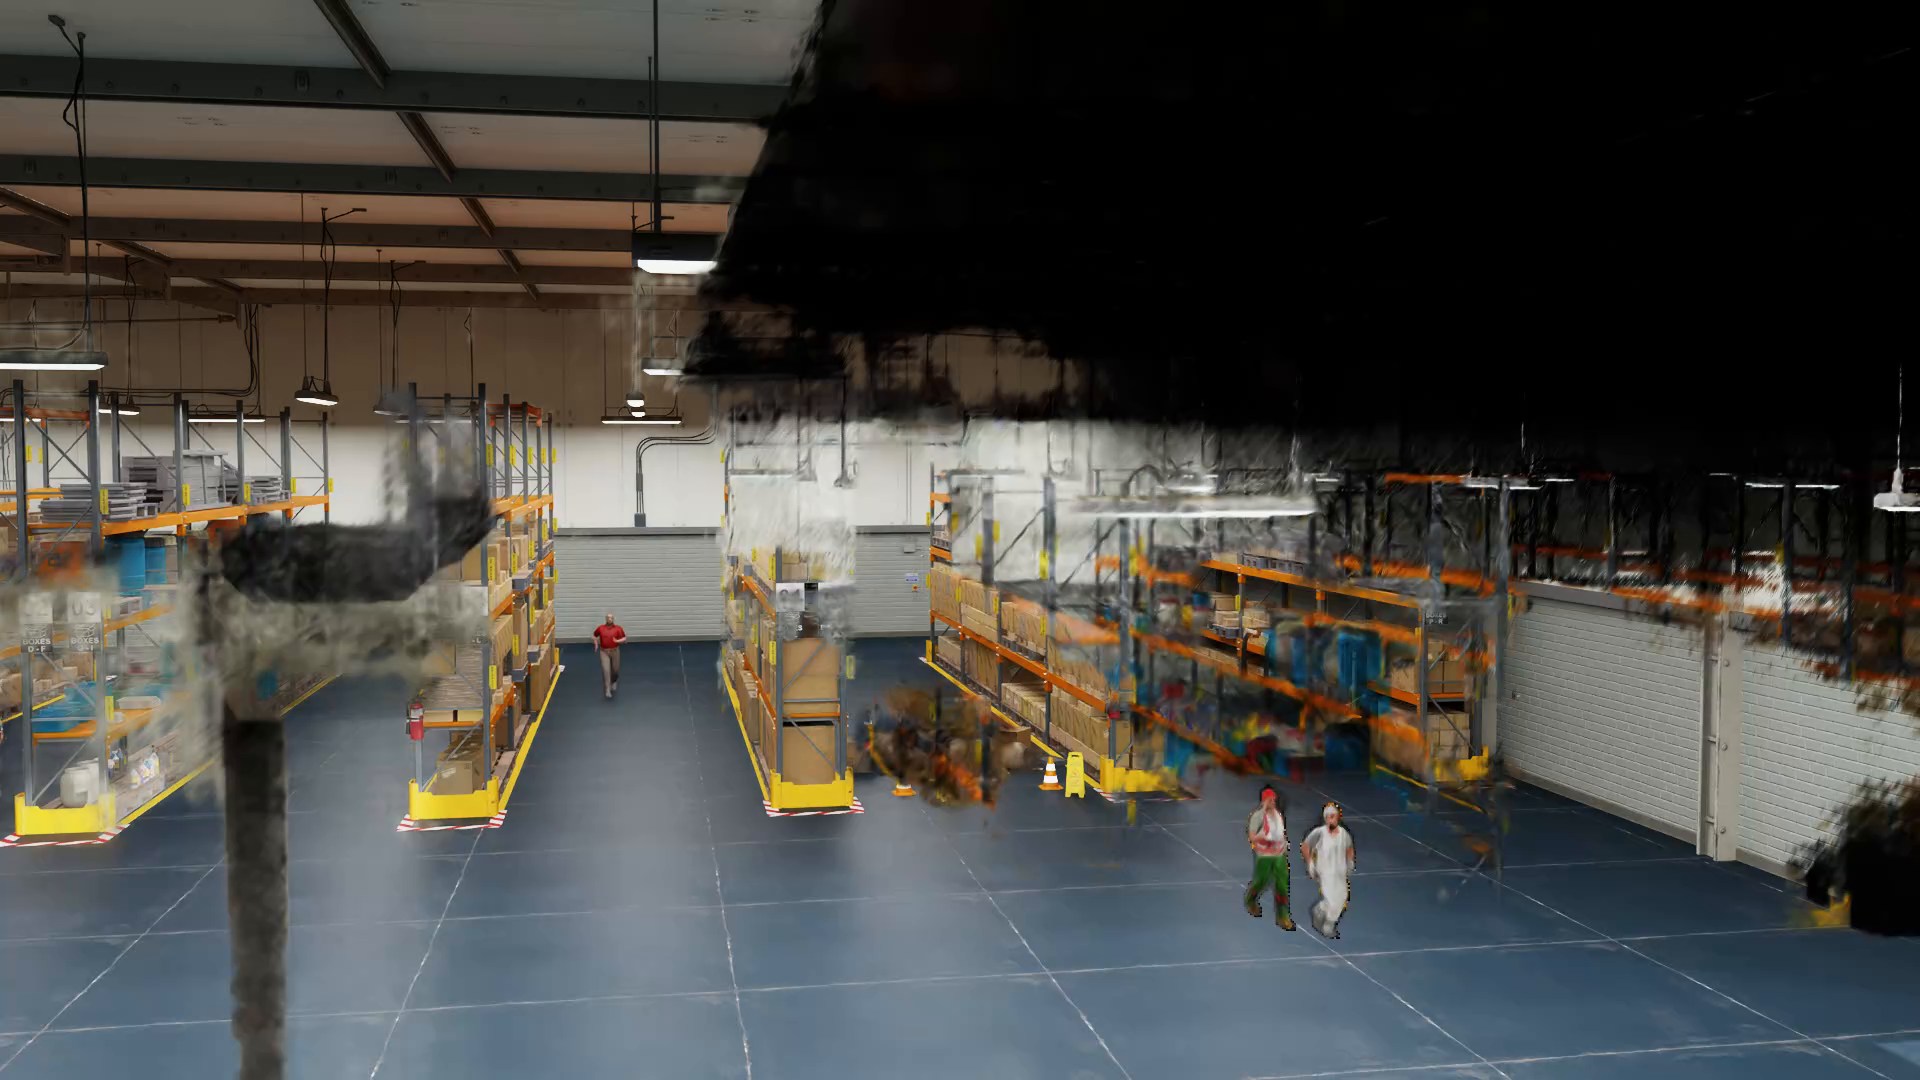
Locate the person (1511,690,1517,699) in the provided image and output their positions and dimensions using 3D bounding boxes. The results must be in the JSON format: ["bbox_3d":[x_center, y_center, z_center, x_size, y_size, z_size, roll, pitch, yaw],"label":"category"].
[{"bbox_3d":[-7.273,2.387,34.520,0.672,1.700,0.933,-1,3,-15],"label":"person"}]

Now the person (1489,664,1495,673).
[{"bbox_3d":[-5.564,2.083,40.630,0.600,1.731,0.693,-1,3,-24],"label":"person"}]

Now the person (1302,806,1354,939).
[{"bbox_3d":[-13.440,2.982,22.665,0.665,1.737,0.582,-1,3,-16],"label":"person"}]
